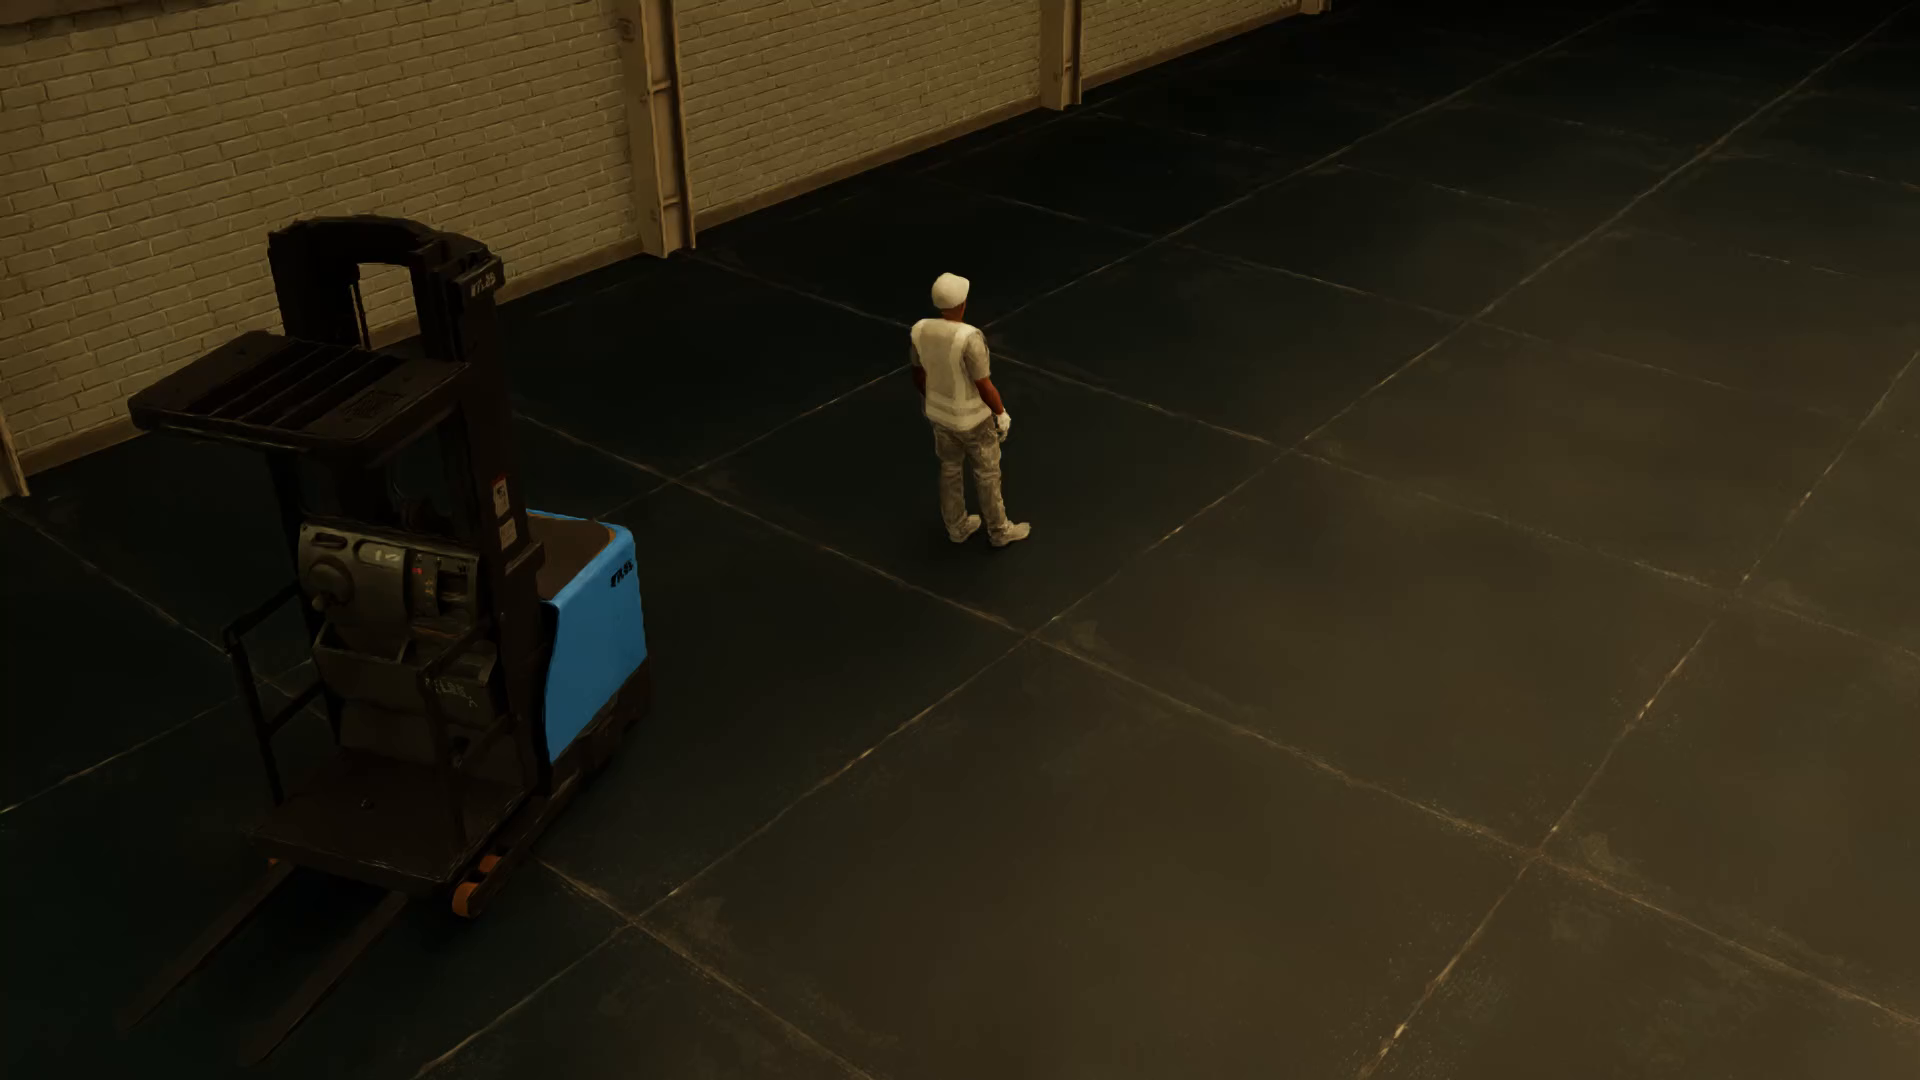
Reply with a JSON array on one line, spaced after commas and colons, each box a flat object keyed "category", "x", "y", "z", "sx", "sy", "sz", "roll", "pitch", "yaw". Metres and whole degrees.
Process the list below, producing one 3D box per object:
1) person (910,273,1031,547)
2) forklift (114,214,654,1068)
[{"category": "person", "x": 0.051, "y": -0.802, "z": 10.091, "sx": 0.655, "sy": 1.782, "sz": 0.576, "roll": 22, "pitch": 37, "yaw": 33}, {"category": "forklift", "x": -2.607, "y": 0.219, "z": 7.220, "sx": 1.130, "sy": 2.935, "sz": 3.031, "roll": 10, "pitch": 32, "yaw": 16}]
